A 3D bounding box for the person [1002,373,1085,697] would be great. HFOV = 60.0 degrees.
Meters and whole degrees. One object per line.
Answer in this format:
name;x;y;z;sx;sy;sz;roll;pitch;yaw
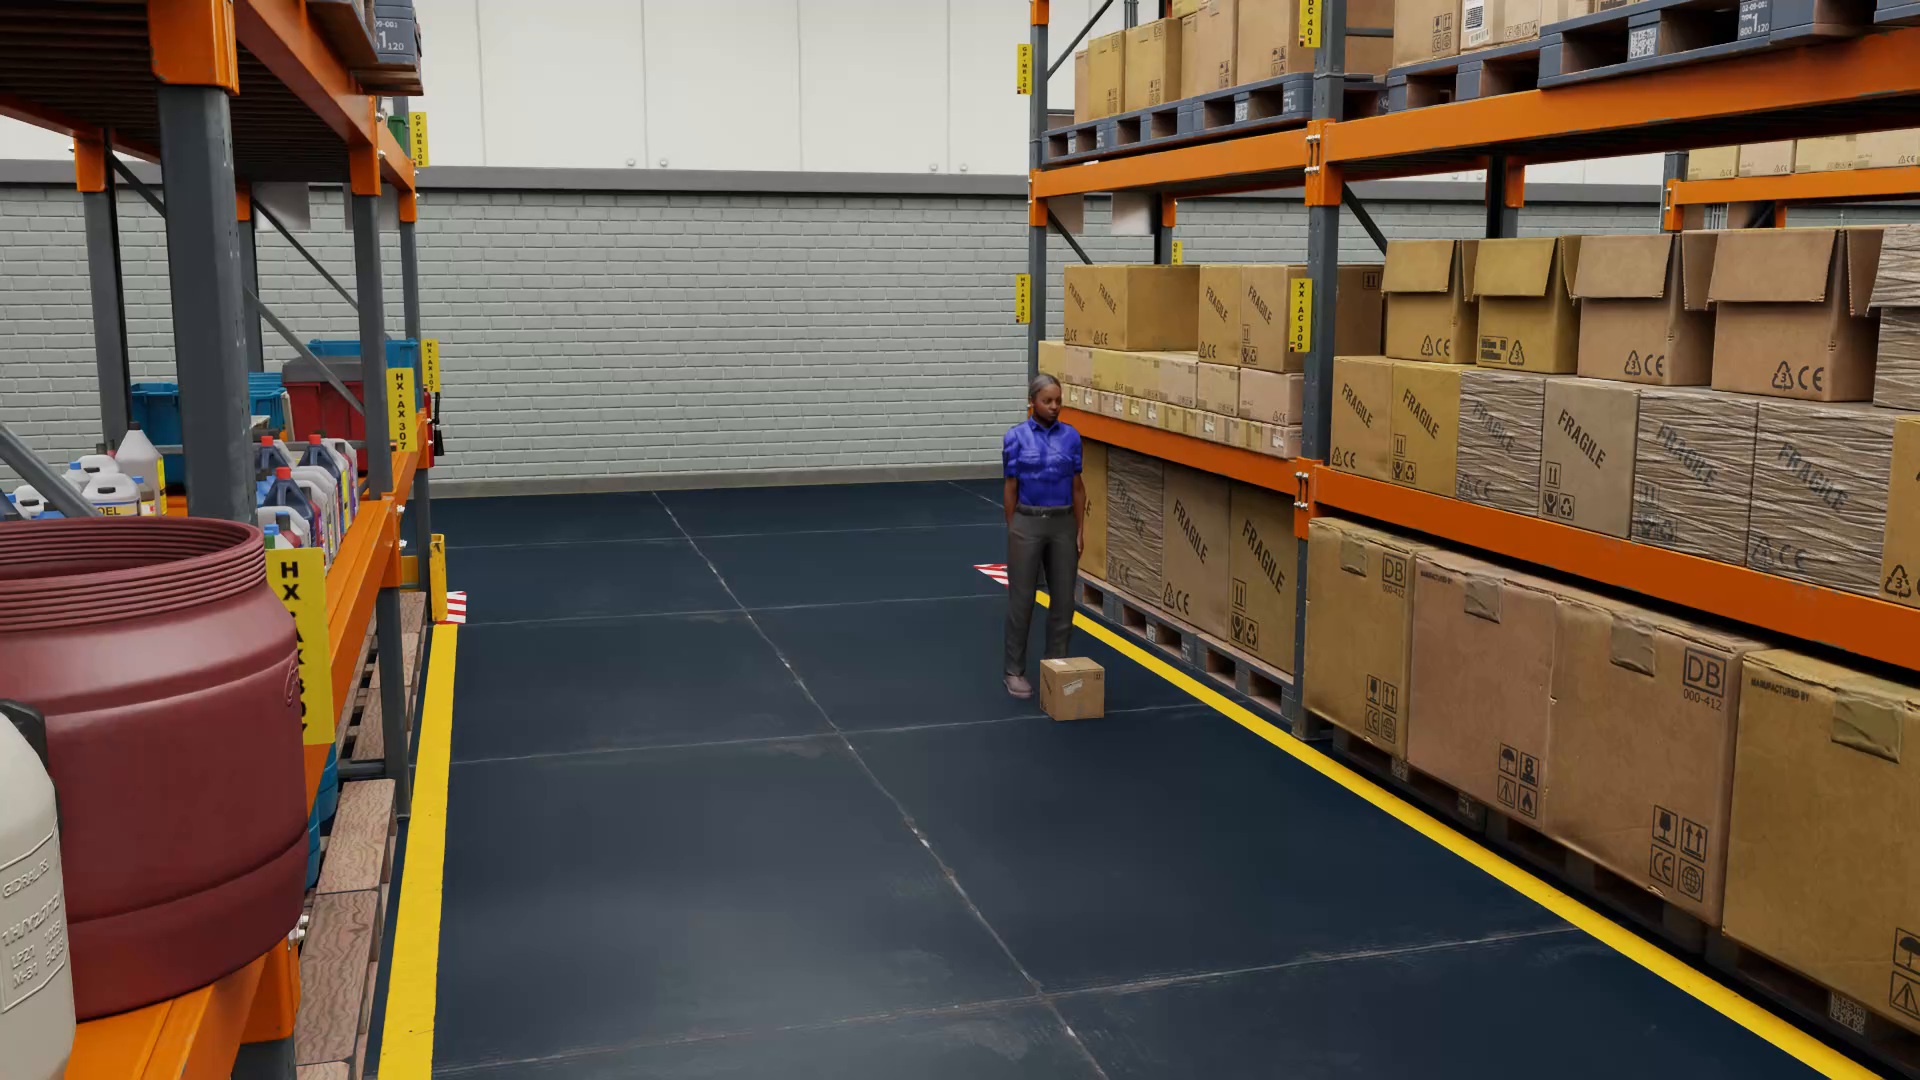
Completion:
person;0.440;-0.030;8.596;0.437;1.658;0.302;-2;10;-15
